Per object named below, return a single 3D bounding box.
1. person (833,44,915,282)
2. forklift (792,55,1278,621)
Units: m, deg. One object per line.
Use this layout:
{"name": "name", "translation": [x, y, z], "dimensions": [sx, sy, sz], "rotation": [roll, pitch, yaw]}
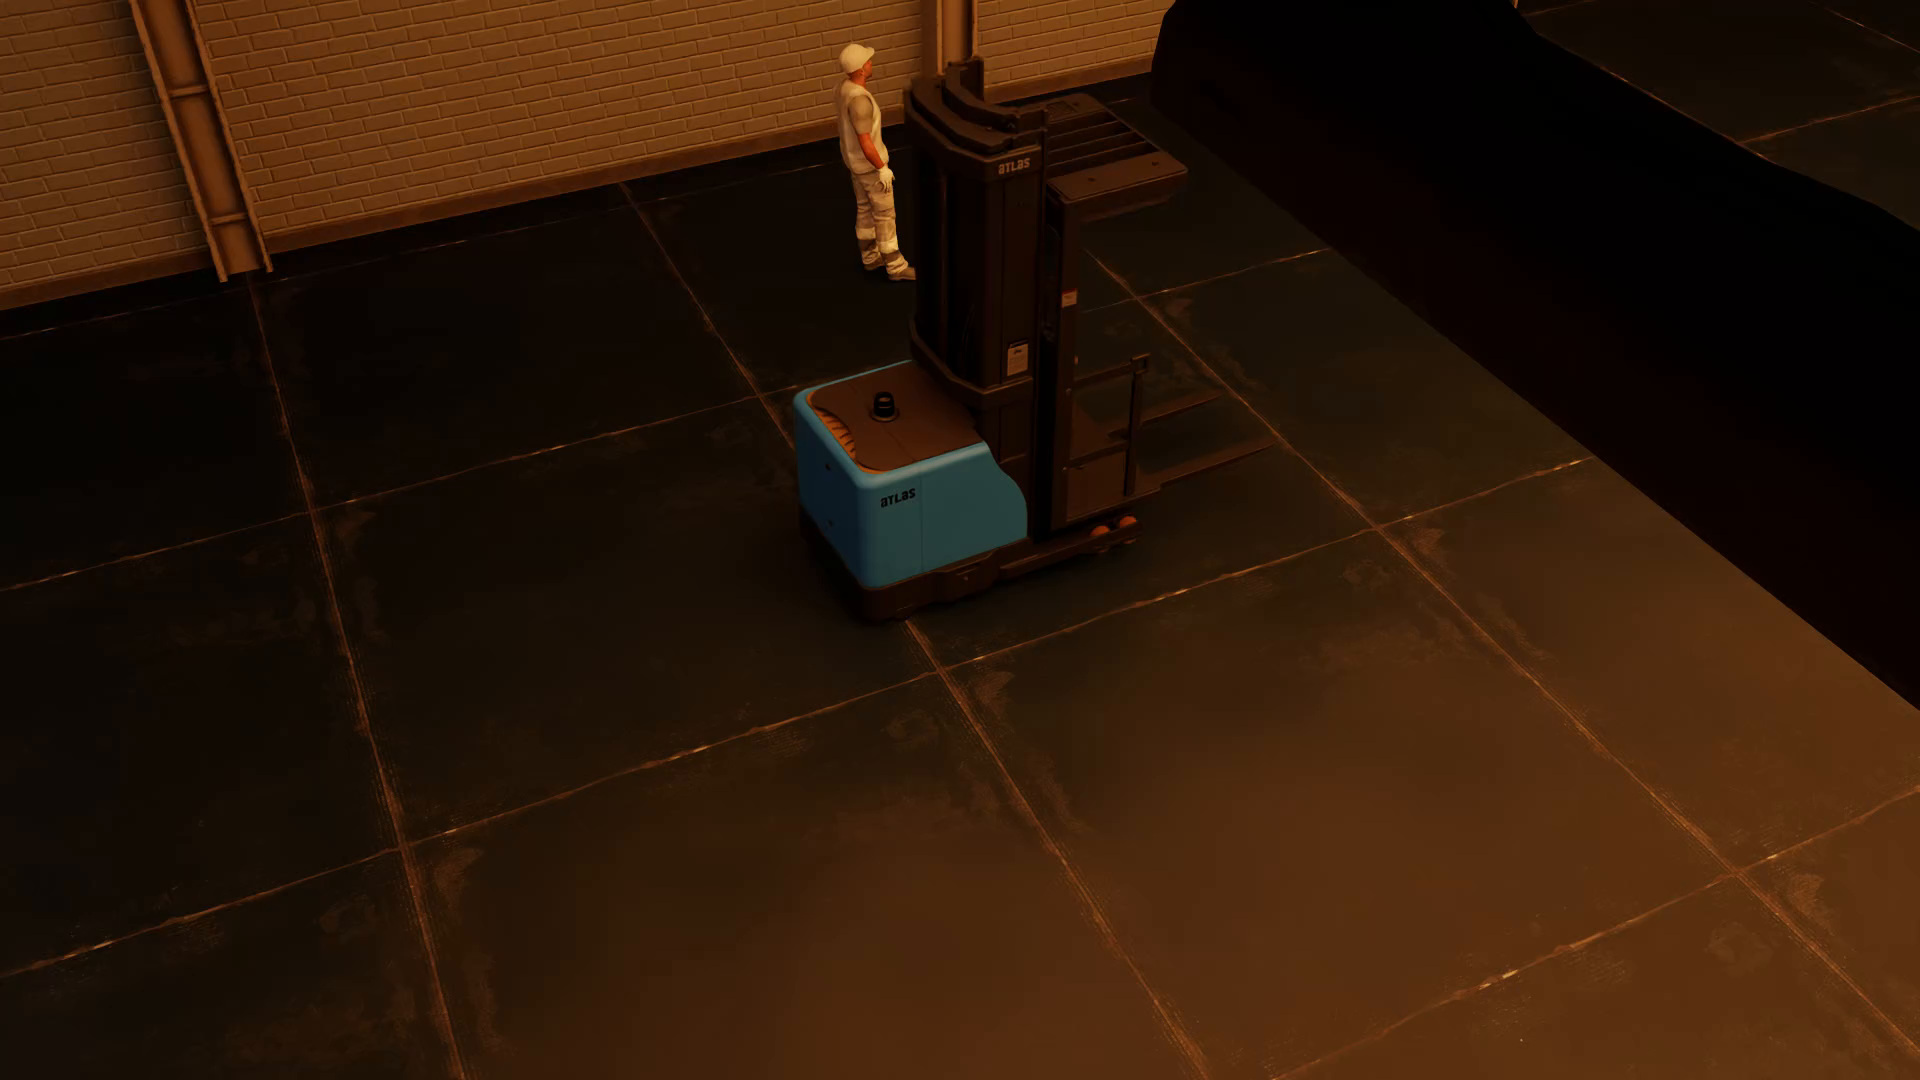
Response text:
{"name": "person", "translation": [-0.606, -2.793, 12.243], "dimensions": [0.566, 1.786, 0.637], "rotation": [-14, 42, -16]}
{"name": "forklift", "translation": [0.556, -1.327, 9.606], "dimensions": [3.031, 2.935, 1.130], "rotation": [-19, 43, -21]}
